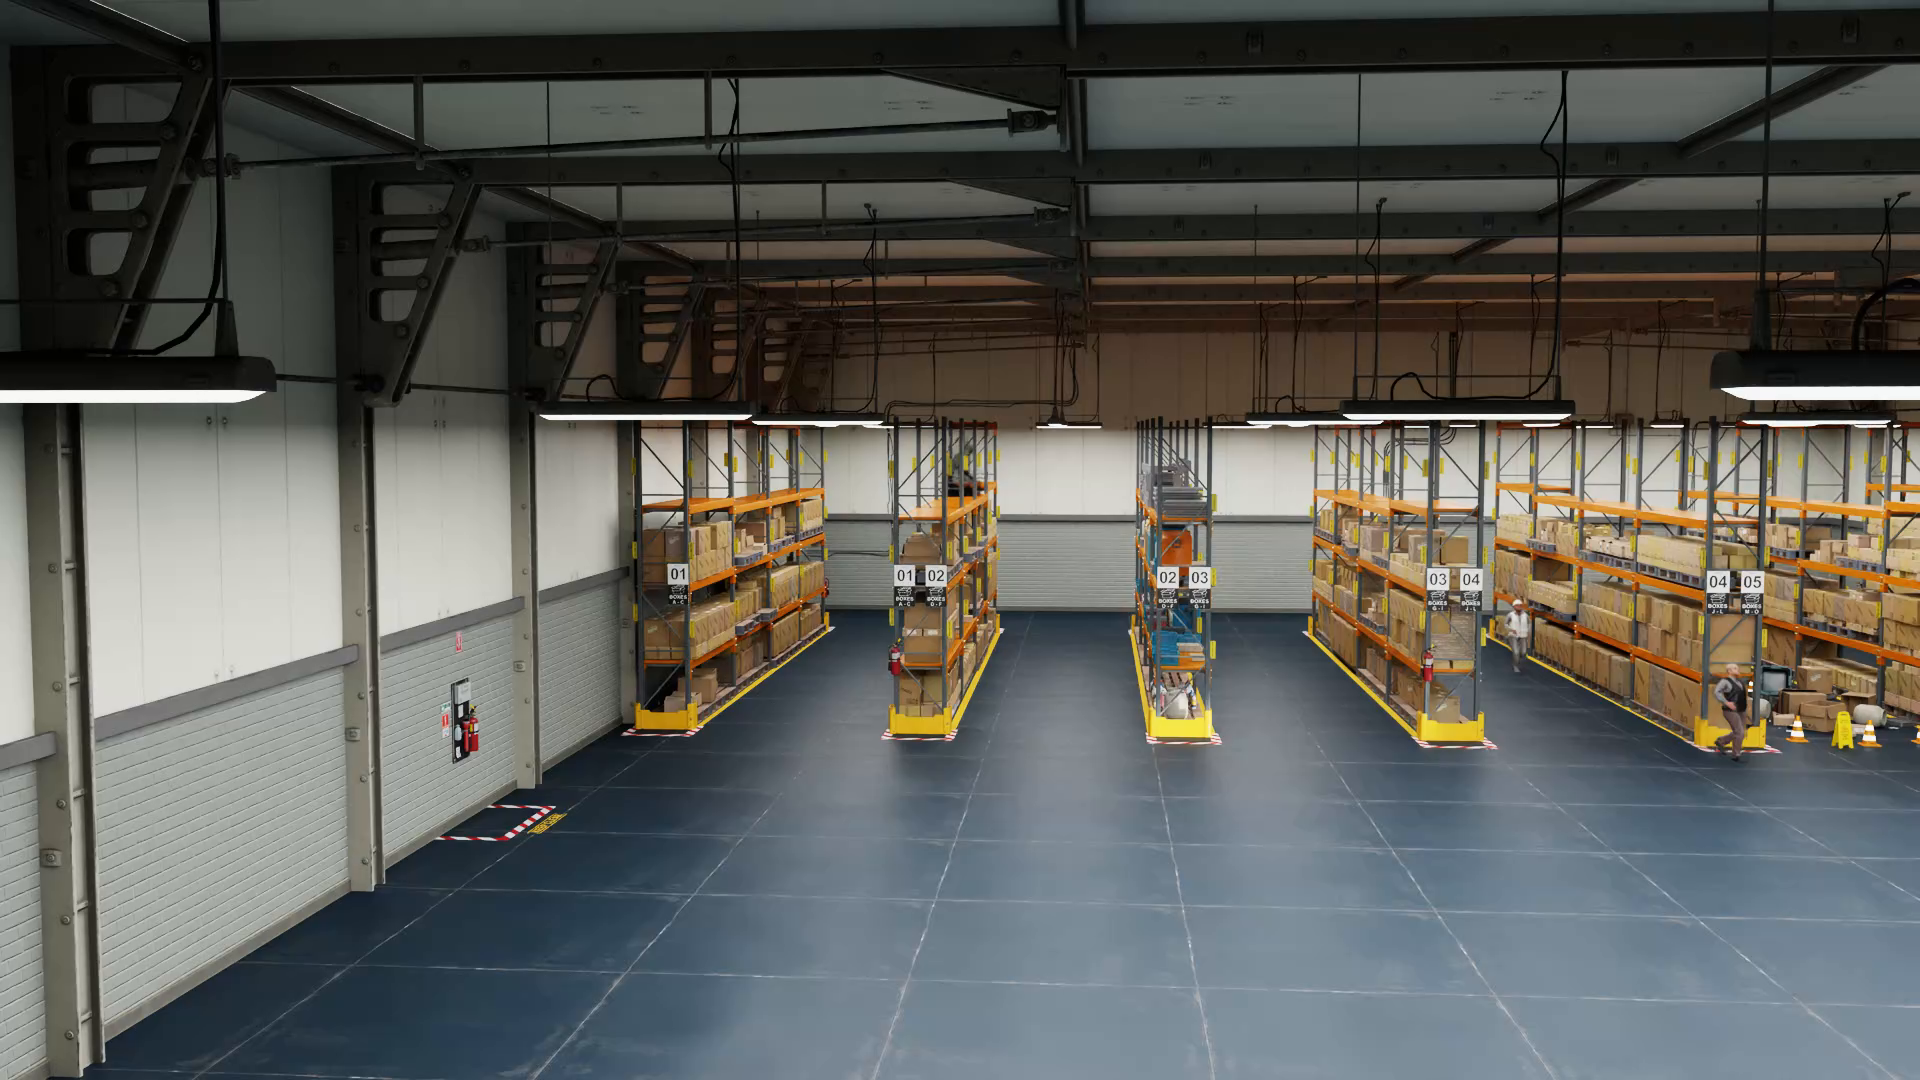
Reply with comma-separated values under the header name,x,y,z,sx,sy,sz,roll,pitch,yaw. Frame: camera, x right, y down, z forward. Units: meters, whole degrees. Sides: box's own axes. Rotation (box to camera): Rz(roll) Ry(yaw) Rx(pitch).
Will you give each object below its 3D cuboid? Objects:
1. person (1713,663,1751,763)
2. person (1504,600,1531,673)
name,x,y,z,sx,sy,sz,roll,pitch,yaw
person,13.453,3.001,28.946,0.736,1.710,0.645,-3,5,-36
person,13.271,2.286,39.544,0.660,1.729,0.580,0,4,4
